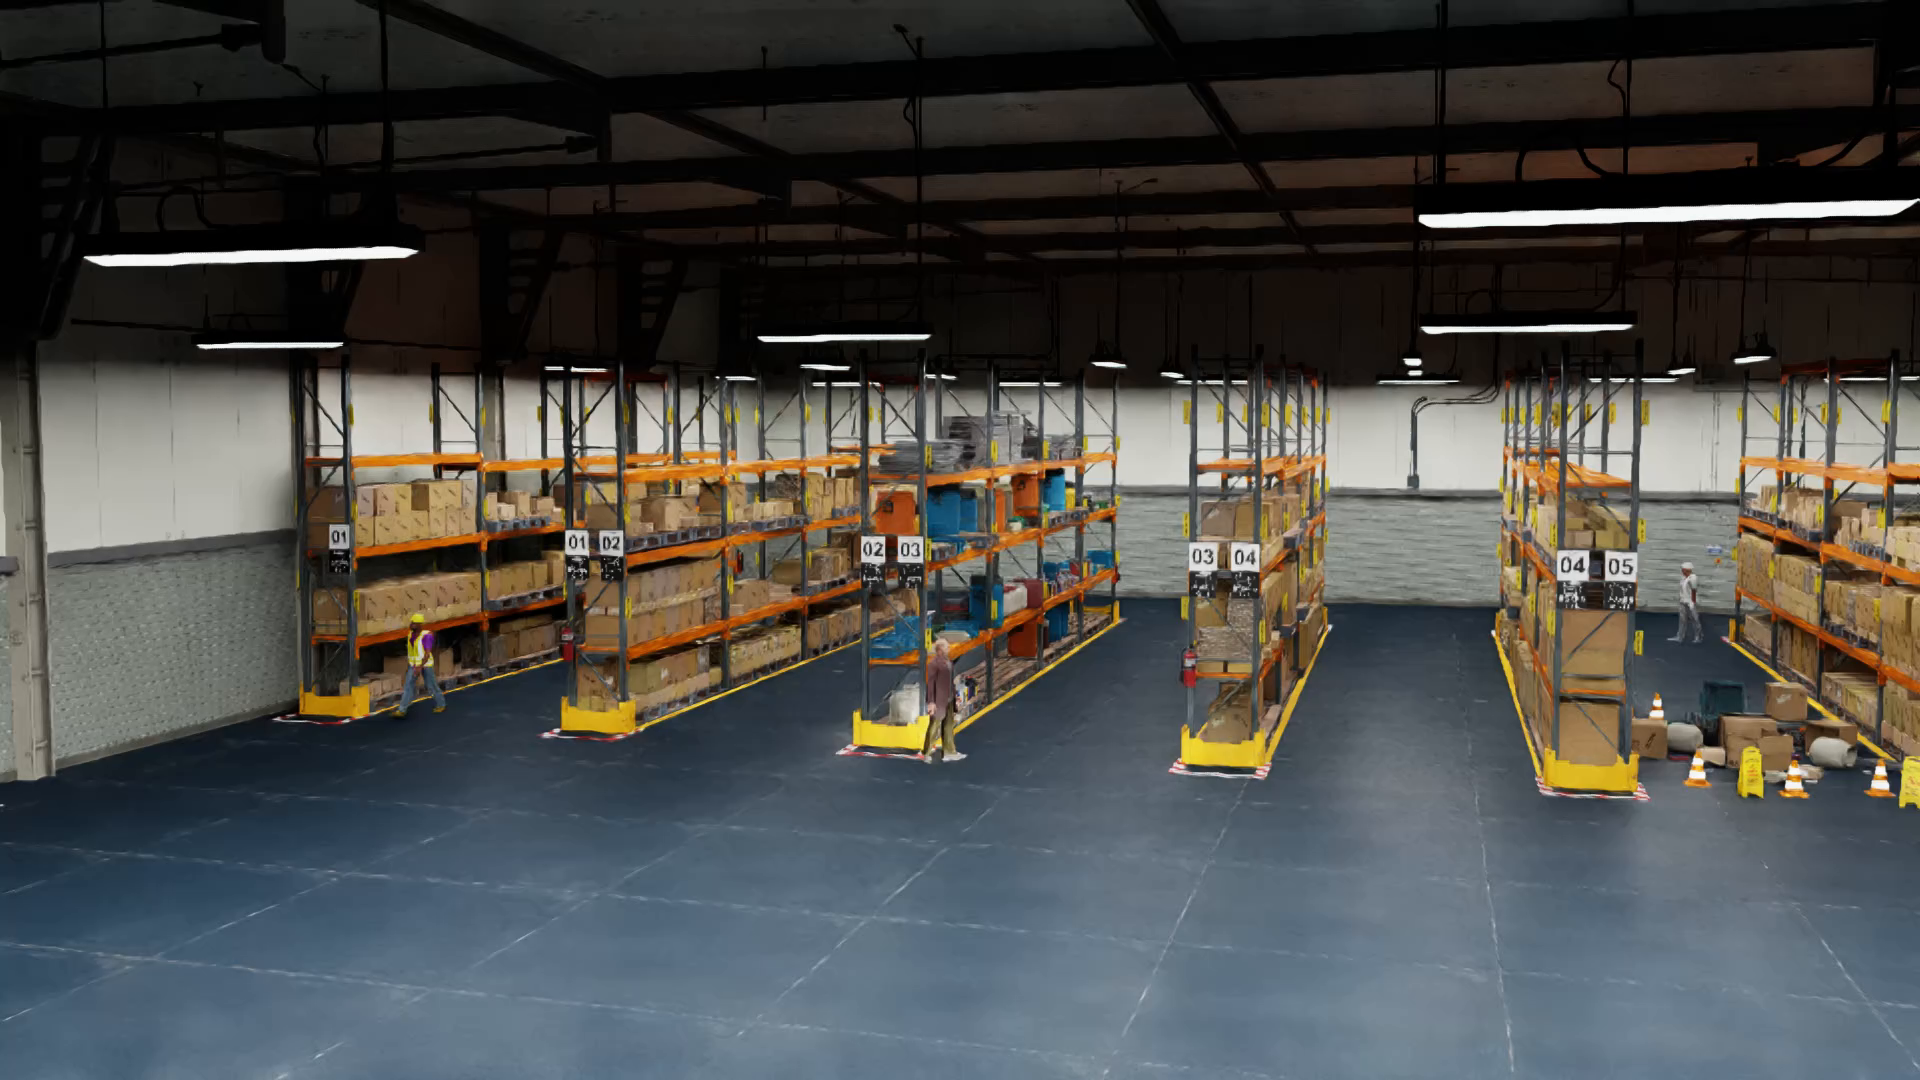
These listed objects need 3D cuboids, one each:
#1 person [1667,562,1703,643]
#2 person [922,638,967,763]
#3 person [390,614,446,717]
[{"bbox_3d":[15.985,1.368,36.616,0.630,1.786,0.684,0,4,0],"label":"person"},{"bbox_3d":[-0.277,2.310,23.993,0.507,1.781,0.715,2,5,29],"label":"person"},{"bbox_3d":[-8.978,2.071,27.607,0.570,1.708,1.041,2,5,24],"label":"person"}]
